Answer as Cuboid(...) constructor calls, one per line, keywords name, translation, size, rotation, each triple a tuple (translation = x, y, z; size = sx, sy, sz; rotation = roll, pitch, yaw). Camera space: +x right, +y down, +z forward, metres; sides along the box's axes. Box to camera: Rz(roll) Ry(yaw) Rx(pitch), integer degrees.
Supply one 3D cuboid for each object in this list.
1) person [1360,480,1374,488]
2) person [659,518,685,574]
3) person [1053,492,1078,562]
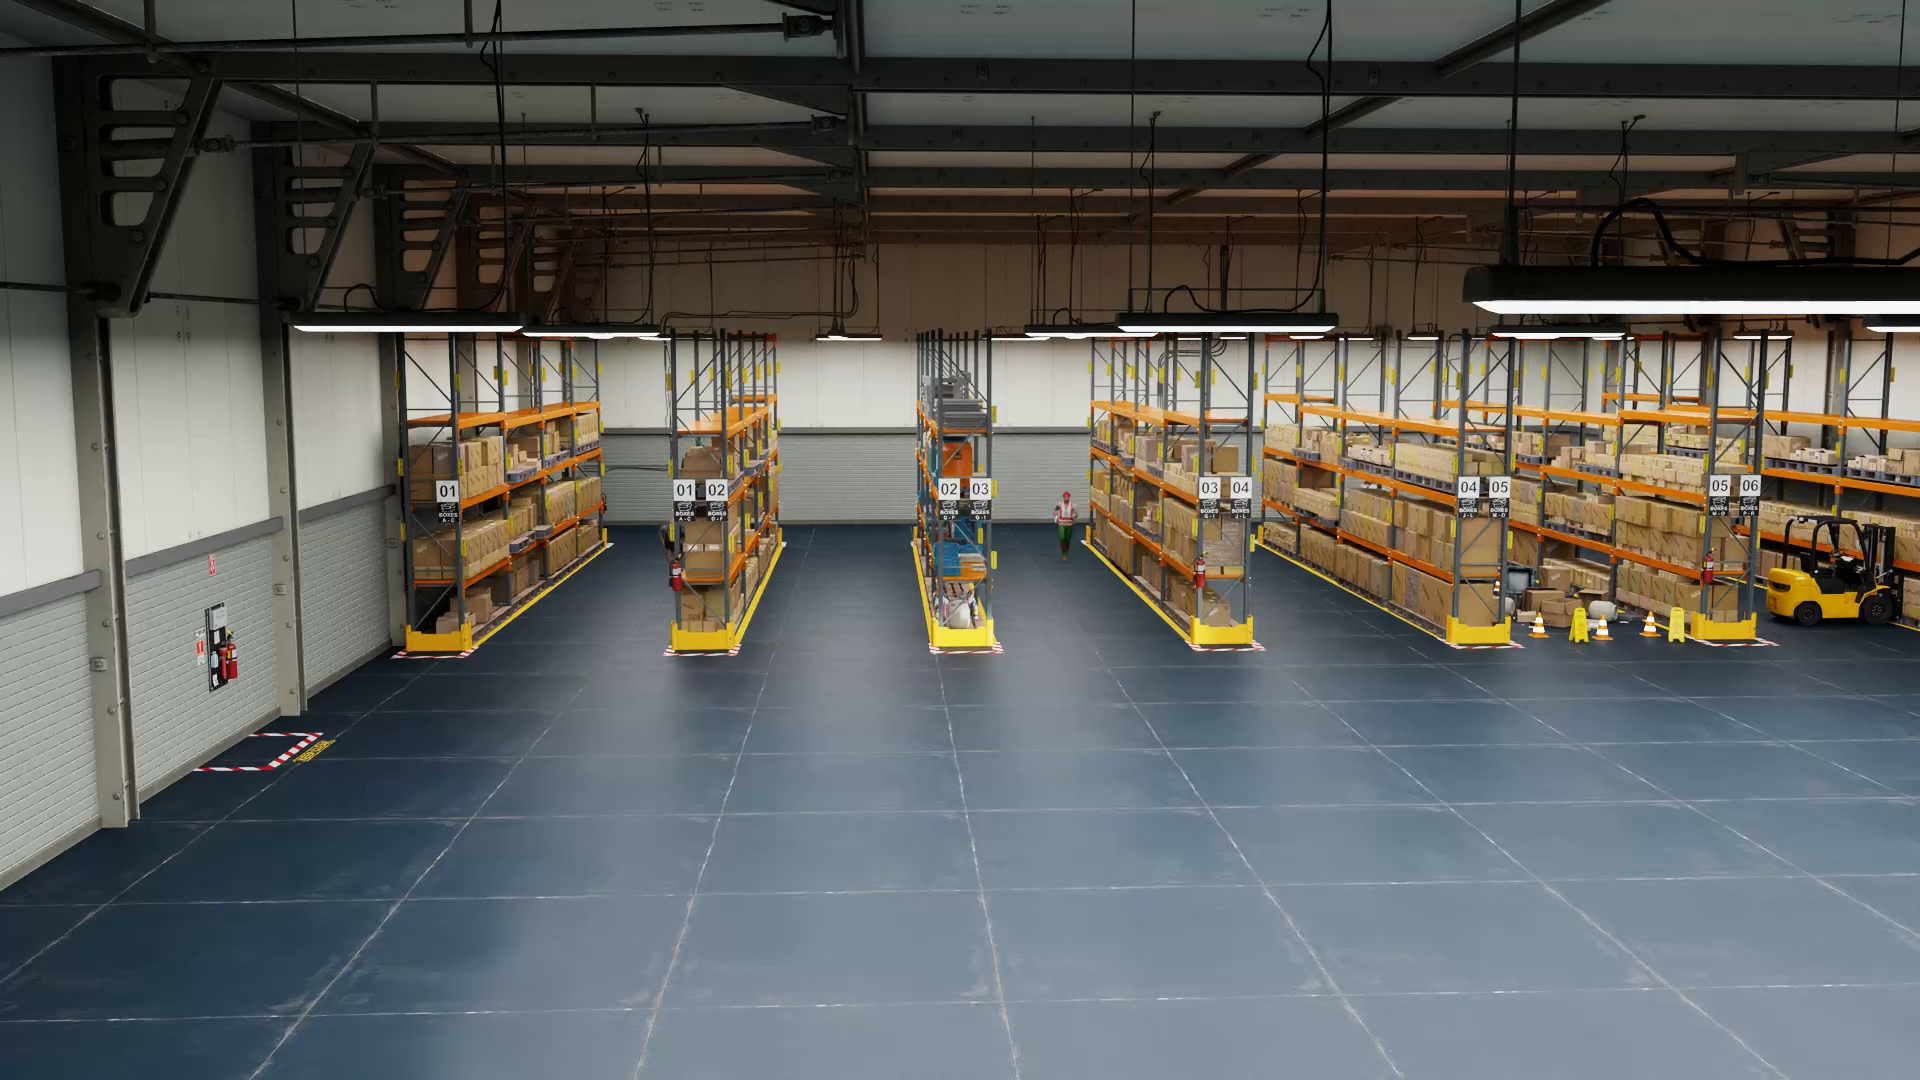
Cuboid(name="person", translation=(12.320, -1.111, 50.612), size=(0.751, 1.823, 0.669), rotation=(-4, 8, -31))
Cuboid(name="person", translation=(-6.792, 0.263, 39.633), size=(0.697, 1.680, 1.007), rotation=(0, 7, -1))
Cuboid(name="person", translation=(2.817, -0.384, 44.152), size=(0.651, 1.805, 0.983), rotation=(0, 7, -2))
